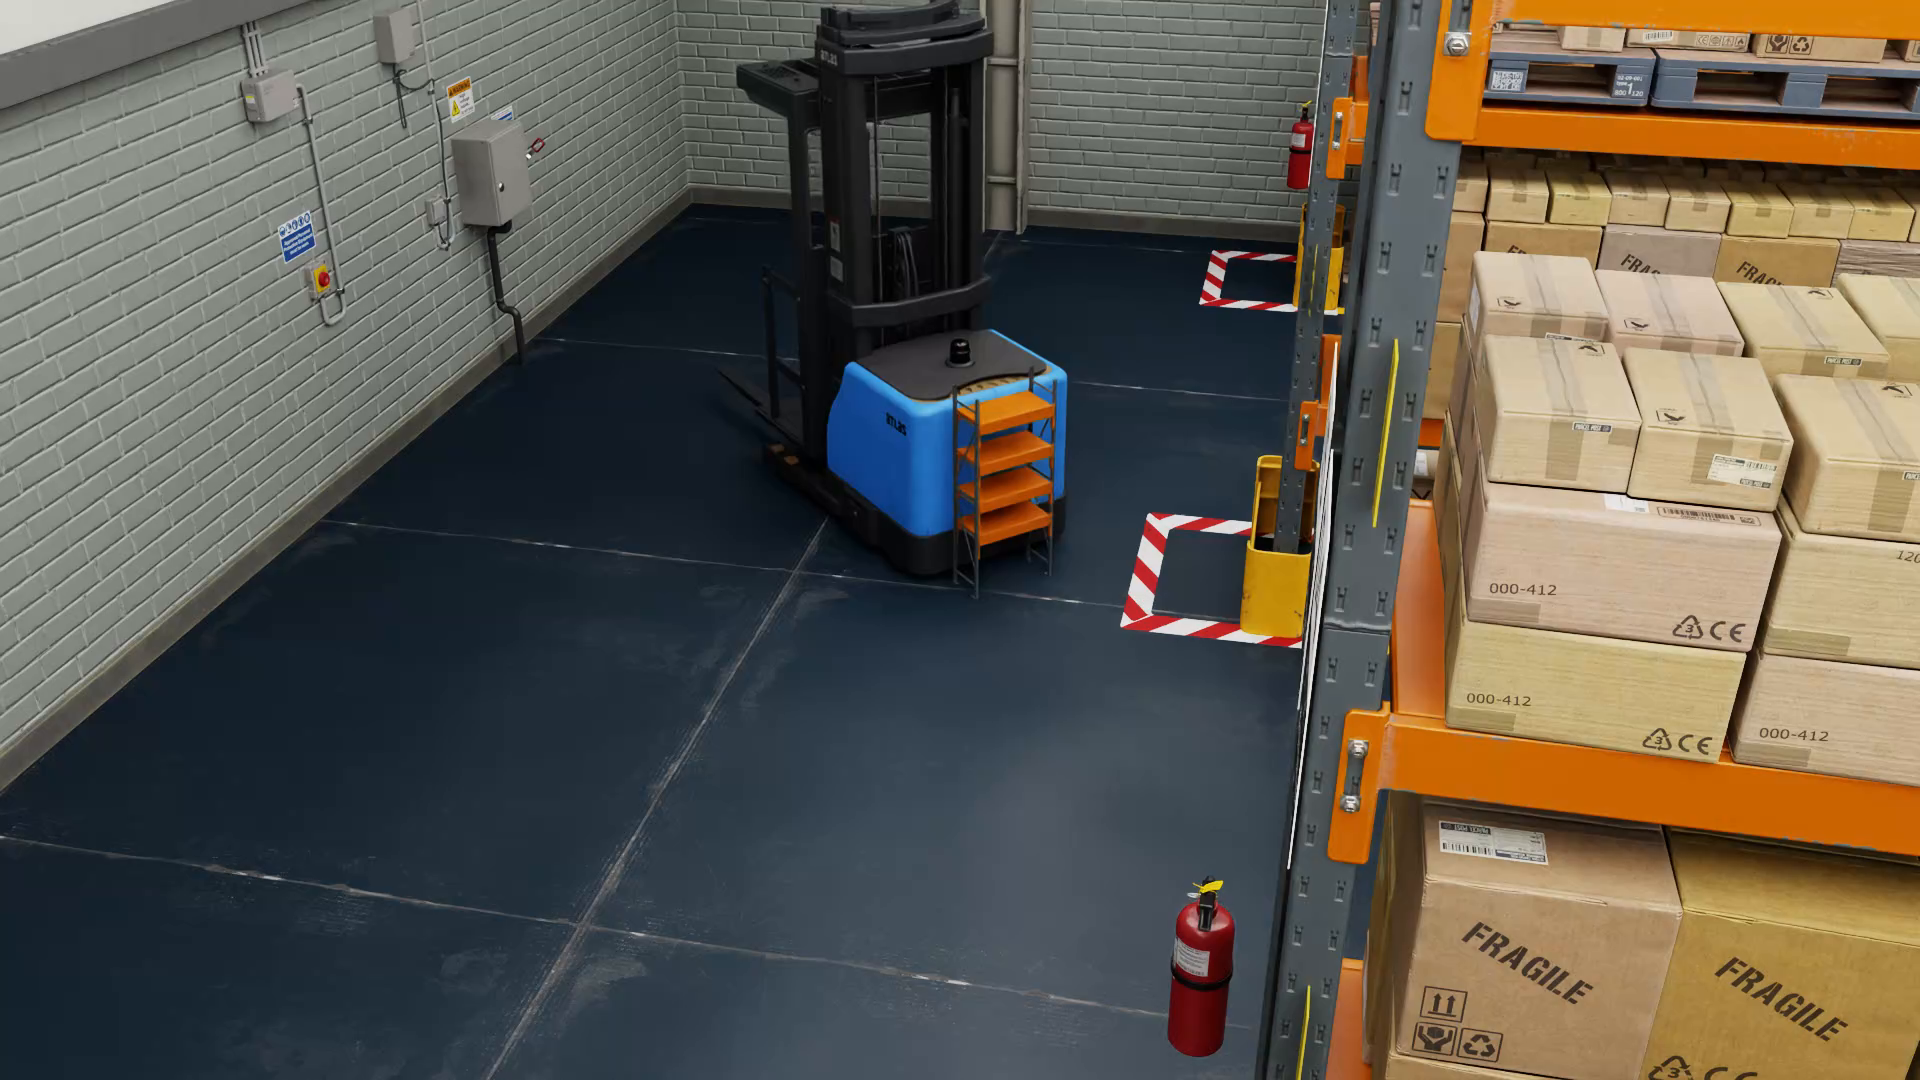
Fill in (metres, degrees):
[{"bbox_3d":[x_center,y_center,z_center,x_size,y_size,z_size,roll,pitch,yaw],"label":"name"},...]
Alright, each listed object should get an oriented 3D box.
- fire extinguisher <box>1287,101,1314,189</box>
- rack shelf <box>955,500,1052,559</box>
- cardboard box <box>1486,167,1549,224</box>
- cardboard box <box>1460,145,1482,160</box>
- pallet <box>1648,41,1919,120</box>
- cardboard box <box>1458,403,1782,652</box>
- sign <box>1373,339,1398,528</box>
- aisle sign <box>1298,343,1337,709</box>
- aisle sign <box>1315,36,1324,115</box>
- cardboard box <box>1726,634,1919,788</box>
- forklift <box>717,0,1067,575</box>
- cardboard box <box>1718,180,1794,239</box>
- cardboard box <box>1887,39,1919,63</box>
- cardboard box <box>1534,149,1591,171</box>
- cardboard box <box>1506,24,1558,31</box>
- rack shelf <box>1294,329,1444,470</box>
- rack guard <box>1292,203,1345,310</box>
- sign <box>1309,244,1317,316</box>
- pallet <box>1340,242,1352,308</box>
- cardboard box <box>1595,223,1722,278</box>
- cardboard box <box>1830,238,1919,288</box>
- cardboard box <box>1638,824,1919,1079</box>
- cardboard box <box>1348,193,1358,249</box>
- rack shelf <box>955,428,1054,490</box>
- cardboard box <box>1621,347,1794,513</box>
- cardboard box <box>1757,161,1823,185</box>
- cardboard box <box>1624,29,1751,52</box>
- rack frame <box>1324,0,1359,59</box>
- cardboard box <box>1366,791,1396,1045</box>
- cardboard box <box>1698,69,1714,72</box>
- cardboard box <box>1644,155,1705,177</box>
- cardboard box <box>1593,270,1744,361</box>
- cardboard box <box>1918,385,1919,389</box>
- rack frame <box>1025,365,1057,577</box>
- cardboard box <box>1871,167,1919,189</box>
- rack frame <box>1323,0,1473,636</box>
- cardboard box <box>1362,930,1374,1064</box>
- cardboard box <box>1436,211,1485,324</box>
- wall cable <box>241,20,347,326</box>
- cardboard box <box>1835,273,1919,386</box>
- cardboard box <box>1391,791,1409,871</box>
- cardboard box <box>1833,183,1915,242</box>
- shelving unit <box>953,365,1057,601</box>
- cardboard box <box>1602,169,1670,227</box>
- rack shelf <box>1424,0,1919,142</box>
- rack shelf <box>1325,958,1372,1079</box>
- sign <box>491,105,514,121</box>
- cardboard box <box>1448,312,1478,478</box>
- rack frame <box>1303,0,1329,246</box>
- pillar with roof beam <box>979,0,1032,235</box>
[{"bbox_3d":[2.590,-3.009,12.592,0.183,0.674,0.296,6,29,11],"label":"fire extinguisher"},{"bbox_3d":[0.238,-0.073,9.187,0.480,0.148,0.258,-17,33,-28],"label":"rack shelf"},{"bbox_3d":[2.589,-1.606,7.739,0.250,0.149,0.380,7,29,12],"label":"cardboard box"},{"bbox_3d":[2.444,-1.888,8.255,0.250,0.149,0.380,6,29,11],"label":"cardboard box"},{"bbox_3d":[3.722,-2.163,7.547,1.213,0.211,1.003,6,29,11],"label":"pallet"},{"bbox_3d":[1.248,-0.045,3.220,0.500,0.250,0.500,6,29,11],"label":"cardboard box"},{"bbox_3d":[0.750,-0.187,2.934,0.005,0.325,0.100,6,29,11],"label":"sign"},{"bbox_3d":[0.854,-0.031,3.976,0.004,0.787,0.394,6,29,11],"label":"aisle sign"},{"bbox_3d":[1.792,-2.371,8.249,0.004,0.787,0.394,6,29,11],"label":"aisle sign"},{"bbox_3d":[1.763,0.227,3.244,0.500,0.250,0.500,7,29,12],"label":"cardboard box"},{"bbox_3d":[-0.594,-1.757,9.907,1.130,2.935,3.031,-17,33,-28],"label":"forklift"},{"bbox_3d":[3.595,-1.503,7.552,0.250,0.149,0.380,5,29,9],"label":"cardboard box"},{"bbox_3d":[4.384,-2.386,7.211,0.637,0.503,0.797,8,30,14],"label":"cardboard box"},{"bbox_3d":[2.952,-1.857,8.198,0.250,0.149,0.380,7,29,12],"label":"cardboard box"},{"bbox_3d":[2.684,-2.504,7.796,0.250,0.149,0.380,4,29,7],"label":"cardboard box"},{"bbox_3d":[3.754,-0.561,8.401,4.000,0.370,1.077,6,29,11],"label":"rack shelf"},{"bbox_3d":[2.905,-2.305,13.439,0.348,0.500,1.175,6,29,11],"label":"rack guard"},{"bbox_3d":[1.676,-1.232,7.893,0.005,0.325,0.100,6,29,11],"label":"sign"},{"bbox_3d":[3.685,-2.099,13.364,1.213,0.211,1.003,6,29,11],"label":"pallet"},{"bbox_3d":[3.220,-1.281,7.822,0.500,0.500,0.500,6,29,10],"label":"cardboard box"},{"bbox_3d":[4.196,-1.178,7.632,0.500,0.500,0.500,6,29,11],"label":"cardboard box"},{"bbox_3d":[1.742,0.862,3.597,0.500,0.500,0.500,7,29,12],"label":"cardboard box"},{"bbox_3d":[3.409,-2.392,13.158,0.637,0.503,0.797,5,29,9],"label":"cardboard box"},{"bbox_3d":[0.238,-0.443,8.984,0.480,0.148,0.258,-17,33,-28],"label":"rack shelf"},{"bbox_3d":[1.378,-0.213,3.113,0.250,0.149,0.380,7,29,13],"label":"cardboard box"},{"bbox_3d":[3.970,-1.758,8.017,0.250,0.149,0.380,6,29,11],"label":"cardboard box"},{"bbox_3d":[3.251,-2.409,7.454,0.500,0.311,0.500,6,29,11],"label":"cardboard box"},{"bbox_3d":[1.798,-3.709,7.154,0.127,3.000,1.000,6,29,11],"label":"rack frame"},{"bbox_3d":[1.356,1.007,4.373,0.500,0.500,0.500,6,29,12],"label":"cardboard box"},{"bbox_3d":[5.342,-3.676,12.406,0.500,0.500,0.500,5,29,9],"label":"cardboard box"},{"bbox_3d":[3.450,-1.800,8.094,0.250,0.149,0.380,7,29,12],"label":"cardboard box"},{"bbox_3d":[1.475,-0.431,3.510,0.250,0.149,0.380,6,29,11],"label":"cardboard box"},{"bbox_3d":[1.866,-0.127,2.955,0.250,0.149,0.380,6,29,11],"label":"cardboard box"},{"bbox_3d":[0.445,-0.368,9.173,0.015,1.200,0.240,-17,33,-28],"label":"rack frame"},{"bbox_3d":[4.458,-1.715,7.938,0.250,0.149,0.380,5,29,9],"label":"cardboard box"},{"bbox_3d":[0.863,-1.374,2.889,0.127,3.000,1.000,6,29,11],"label":"rack frame"},{"bbox_3d":[1.241,1.268,4.573,0.250,0.149,0.380,6,29,11],"label":"cardboard box"},{"bbox_3d":[2.208,-1.378,7.998,0.500,0.500,0.500,5,29,9],"label":"cardboard box"},{"bbox_3d":[-3.721,-2.091,9.356,0.123,1.953,0.585,6,29,11],"label":"wall cable"},{"bbox_3d":[2.002,-0.420,3.490,0.250,0.149,0.380,6,29,11],"label":"cardboard box"},{"bbox_3d":[1.363,0.574,4.124,0.500,0.500,0.500,5,29,10],"label":"cardboard box"},{"bbox_3d":[4.105,-1.483,7.514,0.250,0.149,0.380,5,29,9],"label":"cardboard box"},{"bbox_3d":[0.238,-0.306,9.059,0.503,1.200,0.258,-17,33,-28],"label":"shelving unit"},{"bbox_3d":[3.118,-1.587,7.704,0.250,0.149,0.380,6,29,11],"label":"cardboard box"},{"bbox_3d":[2.819,-0.857,2.696,4.000,0.370,1.077,6,29,11],"label":"rack shelf"},{"bbox_3d":[2.819,1.773,4.136,4.000,0.370,1.077,6,29,11],"label":"rack shelf"},{"bbox_3d":[-3.239,-2.815,11.867,0.001,0.494,0.329,6,29,11],"label":"sign"},{"bbox_3d":[1.367,-0.285,3.659,0.500,0.250,0.500,5,29,9],"label":"cardboard box"},{"bbox_3d":[2.831,-3.409,12.853,0.127,3.000,1.000,6,29,11],"label":"rack frame"},{"bbox_3d":[-0.517,-4.712,8.987,0.400,9.000,9.100,6,29,11],"label":"pillar with roof beam"}]
